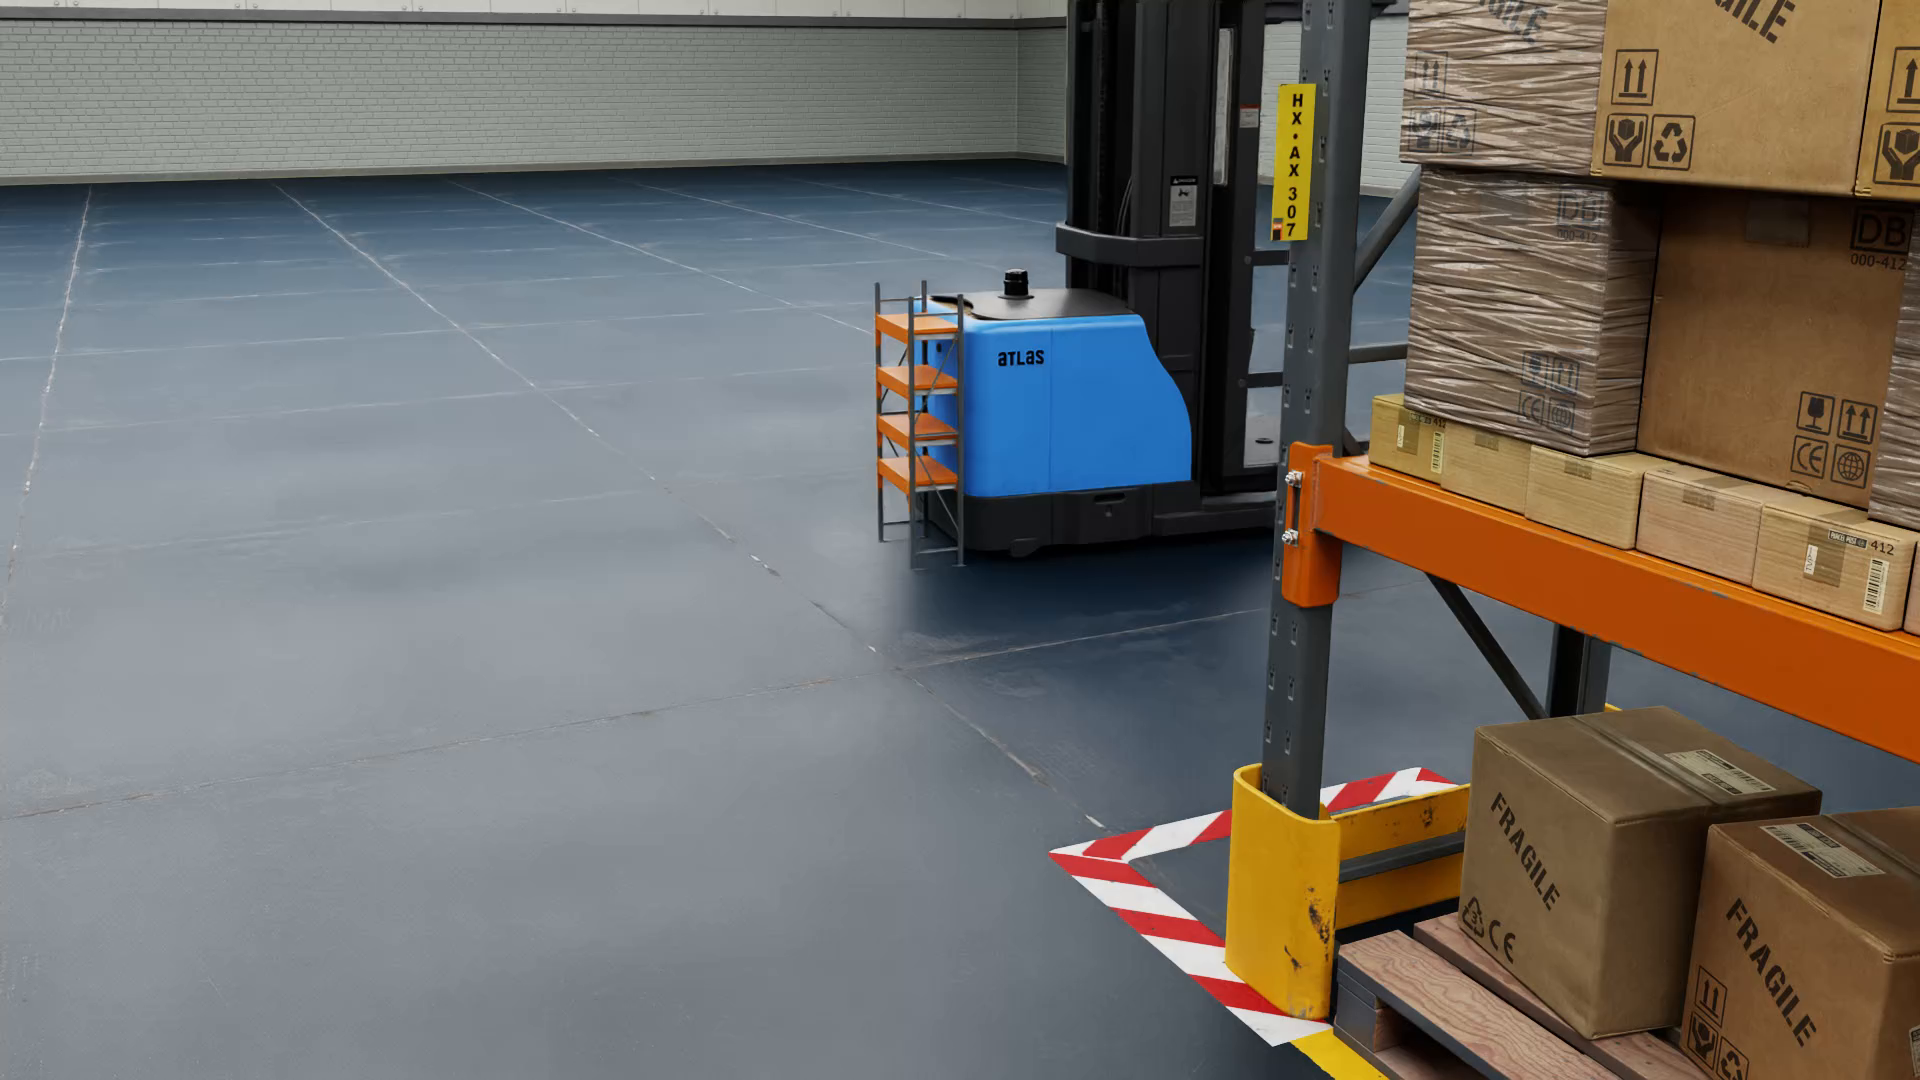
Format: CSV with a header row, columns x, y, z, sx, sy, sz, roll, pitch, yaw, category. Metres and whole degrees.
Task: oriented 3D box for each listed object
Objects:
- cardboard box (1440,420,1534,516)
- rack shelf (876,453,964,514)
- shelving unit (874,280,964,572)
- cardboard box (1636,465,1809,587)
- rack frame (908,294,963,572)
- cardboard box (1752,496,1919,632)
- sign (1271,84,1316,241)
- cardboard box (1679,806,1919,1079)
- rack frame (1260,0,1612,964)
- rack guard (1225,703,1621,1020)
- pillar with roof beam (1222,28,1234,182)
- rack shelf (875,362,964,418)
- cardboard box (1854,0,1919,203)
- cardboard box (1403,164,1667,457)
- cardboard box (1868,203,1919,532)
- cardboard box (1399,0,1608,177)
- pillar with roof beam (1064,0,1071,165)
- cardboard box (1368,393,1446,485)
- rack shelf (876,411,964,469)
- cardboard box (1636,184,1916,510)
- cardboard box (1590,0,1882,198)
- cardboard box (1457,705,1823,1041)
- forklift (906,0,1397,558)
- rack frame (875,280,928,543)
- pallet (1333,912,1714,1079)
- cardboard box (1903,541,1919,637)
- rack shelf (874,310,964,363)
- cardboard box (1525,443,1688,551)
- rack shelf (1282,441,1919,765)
x,y,z,sx,sy,sz,roll,pitch,yaw,category
1.203,-0.167,3.351,0.380,0.149,0.250,-8,18,-25,cardboard box
-0.183,-0.259,7.441,0.258,0.148,0.480,-6,17,-19,rack shelf
-0.183,-0.514,7.368,0.258,1.200,0.503,-6,17,-19,shelving unit
1.427,-0.044,2.922,0.380,0.149,0.250,-8,18,-25,cardboard box
-0.101,-0.451,7.147,0.240,1.200,0.015,-6,17,-19,rack frame
1.530,0.019,2.703,0.380,0.149,0.250,-8,18,-25,cardboard box
0.712,-0.802,3.539,0.100,0.325,0.005,-8,18,-25,sign
1.751,0.849,3.126,0.500,0.500,0.500,-3,16,-10,cardboard box
1.200,-0.452,3.888,1.000,3.000,0.127,-8,18,-25,rack frame
1.233,0.768,4.167,1.175,0.500,0.348,-8,18,-25,rack guard
1.258,-10.493,28.001,9.100,9.000,0.400,-8,18,-25,pillar with roof beam
-0.183,-0.665,7.325,0.258,0.148,0.480,-6,17,-19,rack shelf
1.629,-0.706,2.238,0.500,0.500,0.500,-8,18,-25,cardboard box
1.416,-0.503,3.346,0.875,0.500,0.500,-8,18,-25,cardboard box
1.923,-0.265,2.514,0.875,0.500,0.500,-8,18,-25,cardboard box
1.196,-0.954,3.105,0.500,0.500,0.500,-8,18,-25,cardboard box
-1.370,-11.981,33.186,9.100,9.000,0.400,-8,18,-25,pillar with roof beam
1.110,-0.232,3.576,0.380,0.149,0.250,-8,18,-25,cardboard box
-0.183,-0.450,7.387,0.258,0.148,0.480,-6,17,-19,rack shelf
1.743,-0.394,2.964,0.875,0.500,0.500,-8,18,-25,cardboard box
1.409,-0.829,2.670,0.500,0.500,0.500,-8,18,-25,cardboard box
1.458,0.705,3.628,0.500,0.500,0.500,-4,17,-15,cardboard box
1.313,-1.554,7.853,3.031,2.935,1.130,-5,17,-18,forklift
-0.264,-0.578,7.589,0.240,1.200,0.015,-6,17,-19,rack frame
1.557,1.113,3.490,1.003,0.211,1.213,-8,18,-25,pallet
1.664,0.077,2.498,0.380,0.149,0.250,-8,18,-25,cardboard box
-0.183,-0.892,7.260,0.258,0.148,0.480,-6,17,-19,rack shelf
1.299,-0.104,3.129,0.380,0.149,0.250,-8,18,-25,cardboard box
2.076,0.390,2.259,1.077,0.370,4.000,-8,18,-25,rack shelf
